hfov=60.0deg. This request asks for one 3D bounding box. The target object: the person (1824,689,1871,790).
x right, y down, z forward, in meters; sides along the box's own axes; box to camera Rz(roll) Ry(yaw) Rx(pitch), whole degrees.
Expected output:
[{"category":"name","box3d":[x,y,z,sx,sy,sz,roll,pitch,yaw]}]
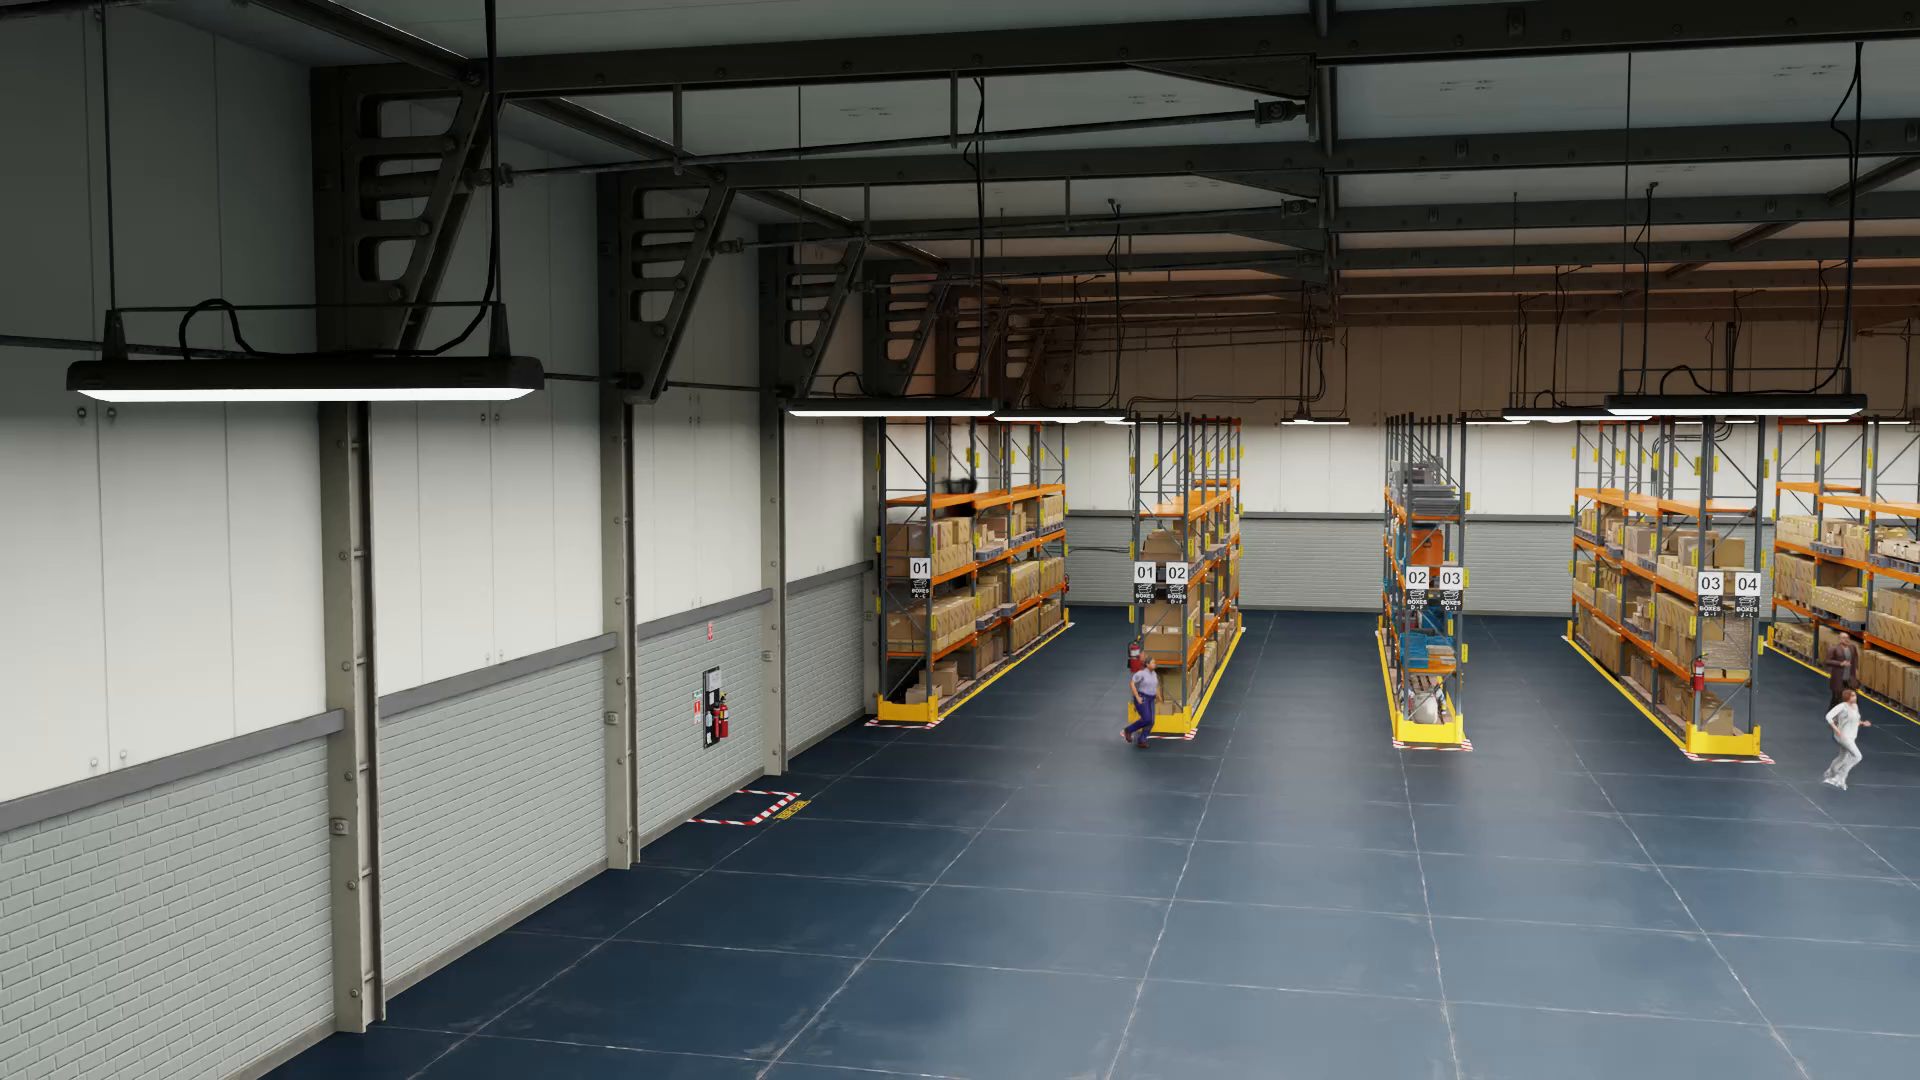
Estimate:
[{"category":"person","box3d":[14.066,3.150,26.348,0.510,1.598,0.653,-3,5,-38]}]

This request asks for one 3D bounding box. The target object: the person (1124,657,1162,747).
[{"category":"person","box3d":[3.348,2.904,30.008,0.669,1.587,0.547,-4,5,-45]}]

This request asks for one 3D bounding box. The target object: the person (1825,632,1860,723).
[{"category":"person","box3d":[16.898,2.686,31.847,0.709,1.856,0.840,0,4,6]}]
